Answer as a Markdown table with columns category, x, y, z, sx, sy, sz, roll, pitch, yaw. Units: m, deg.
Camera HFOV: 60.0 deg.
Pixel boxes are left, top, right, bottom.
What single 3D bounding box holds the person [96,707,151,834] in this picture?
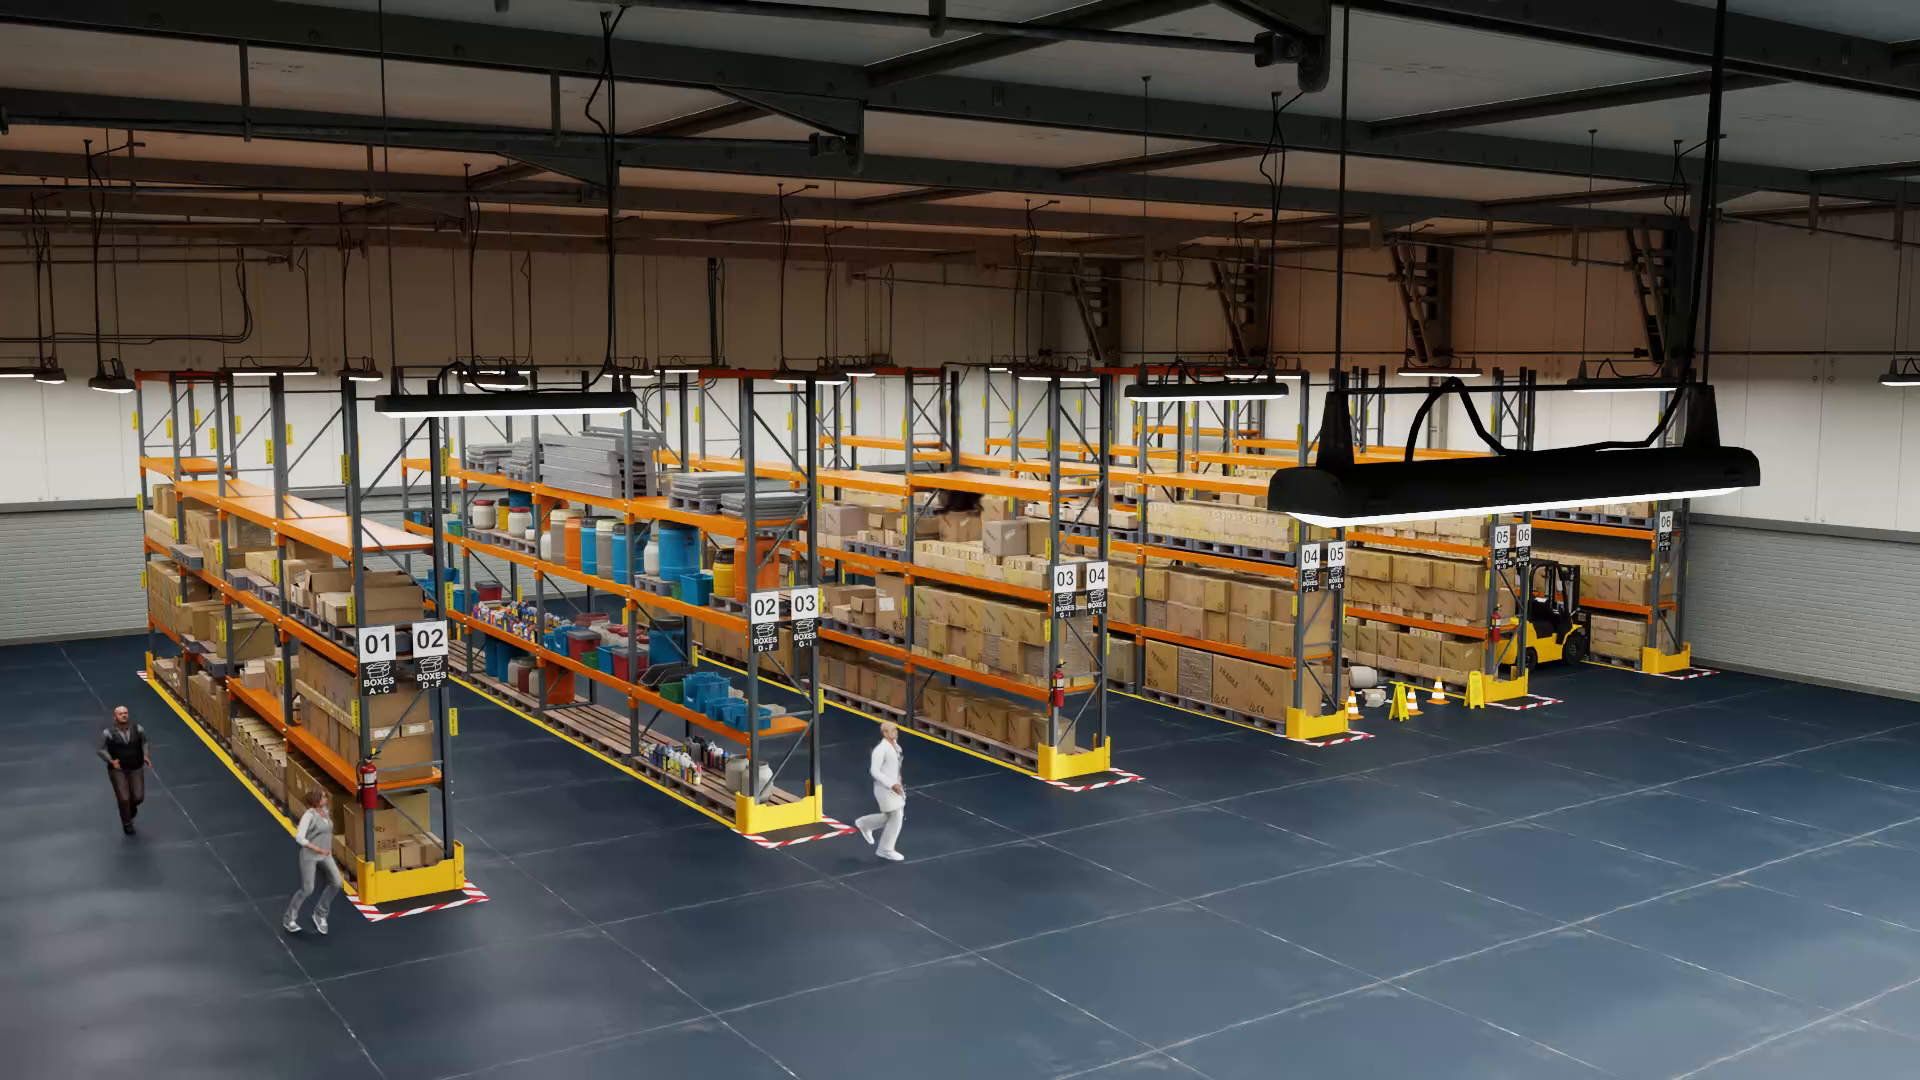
| category | x | y | z | sx | sy | sz | roll | pitch | yaw |
| --- | --- | --- | --- | --- | --- | --- | --- | --- | --- |
| person | -11.036 | 3.030 | 21.988 | 0.661 | 1.682 | 0.585 | -5 | 8 | -39 |

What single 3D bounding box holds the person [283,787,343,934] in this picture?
| category | x | y | z | sx | sy | sz | roll | pitch | yaw |
| --- | --- | --- | --- | --- | --- | --- | --- | --- | --- |
| person | -7.066 | 3.501 | 18.260 | 0.609 | 1.584 | 0.599 | 2 | 7 | 18 |

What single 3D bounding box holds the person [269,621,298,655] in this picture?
| category | x | y | z | sx | sy | sz | roll | pitch | yaw |
| --- | --- | --- | --- | --- | --- | --- | --- | --- | --- |
| person | -13.654 | 1.660 | 33.359 | 0.849 | 1.722 | 0.765 | 3 | 7 | 24 |

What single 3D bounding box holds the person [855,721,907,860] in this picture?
| category | x | y | z | sx | sy | sz | roll | pitch | yaw |
| --- | --- | --- | --- | --- | --- | --- | --- | --- | --- |
| person | -0.988 | 3.135 | 20.875 | 0.709 | 1.754 | 0.714 | 2 | 7 | 16 |
